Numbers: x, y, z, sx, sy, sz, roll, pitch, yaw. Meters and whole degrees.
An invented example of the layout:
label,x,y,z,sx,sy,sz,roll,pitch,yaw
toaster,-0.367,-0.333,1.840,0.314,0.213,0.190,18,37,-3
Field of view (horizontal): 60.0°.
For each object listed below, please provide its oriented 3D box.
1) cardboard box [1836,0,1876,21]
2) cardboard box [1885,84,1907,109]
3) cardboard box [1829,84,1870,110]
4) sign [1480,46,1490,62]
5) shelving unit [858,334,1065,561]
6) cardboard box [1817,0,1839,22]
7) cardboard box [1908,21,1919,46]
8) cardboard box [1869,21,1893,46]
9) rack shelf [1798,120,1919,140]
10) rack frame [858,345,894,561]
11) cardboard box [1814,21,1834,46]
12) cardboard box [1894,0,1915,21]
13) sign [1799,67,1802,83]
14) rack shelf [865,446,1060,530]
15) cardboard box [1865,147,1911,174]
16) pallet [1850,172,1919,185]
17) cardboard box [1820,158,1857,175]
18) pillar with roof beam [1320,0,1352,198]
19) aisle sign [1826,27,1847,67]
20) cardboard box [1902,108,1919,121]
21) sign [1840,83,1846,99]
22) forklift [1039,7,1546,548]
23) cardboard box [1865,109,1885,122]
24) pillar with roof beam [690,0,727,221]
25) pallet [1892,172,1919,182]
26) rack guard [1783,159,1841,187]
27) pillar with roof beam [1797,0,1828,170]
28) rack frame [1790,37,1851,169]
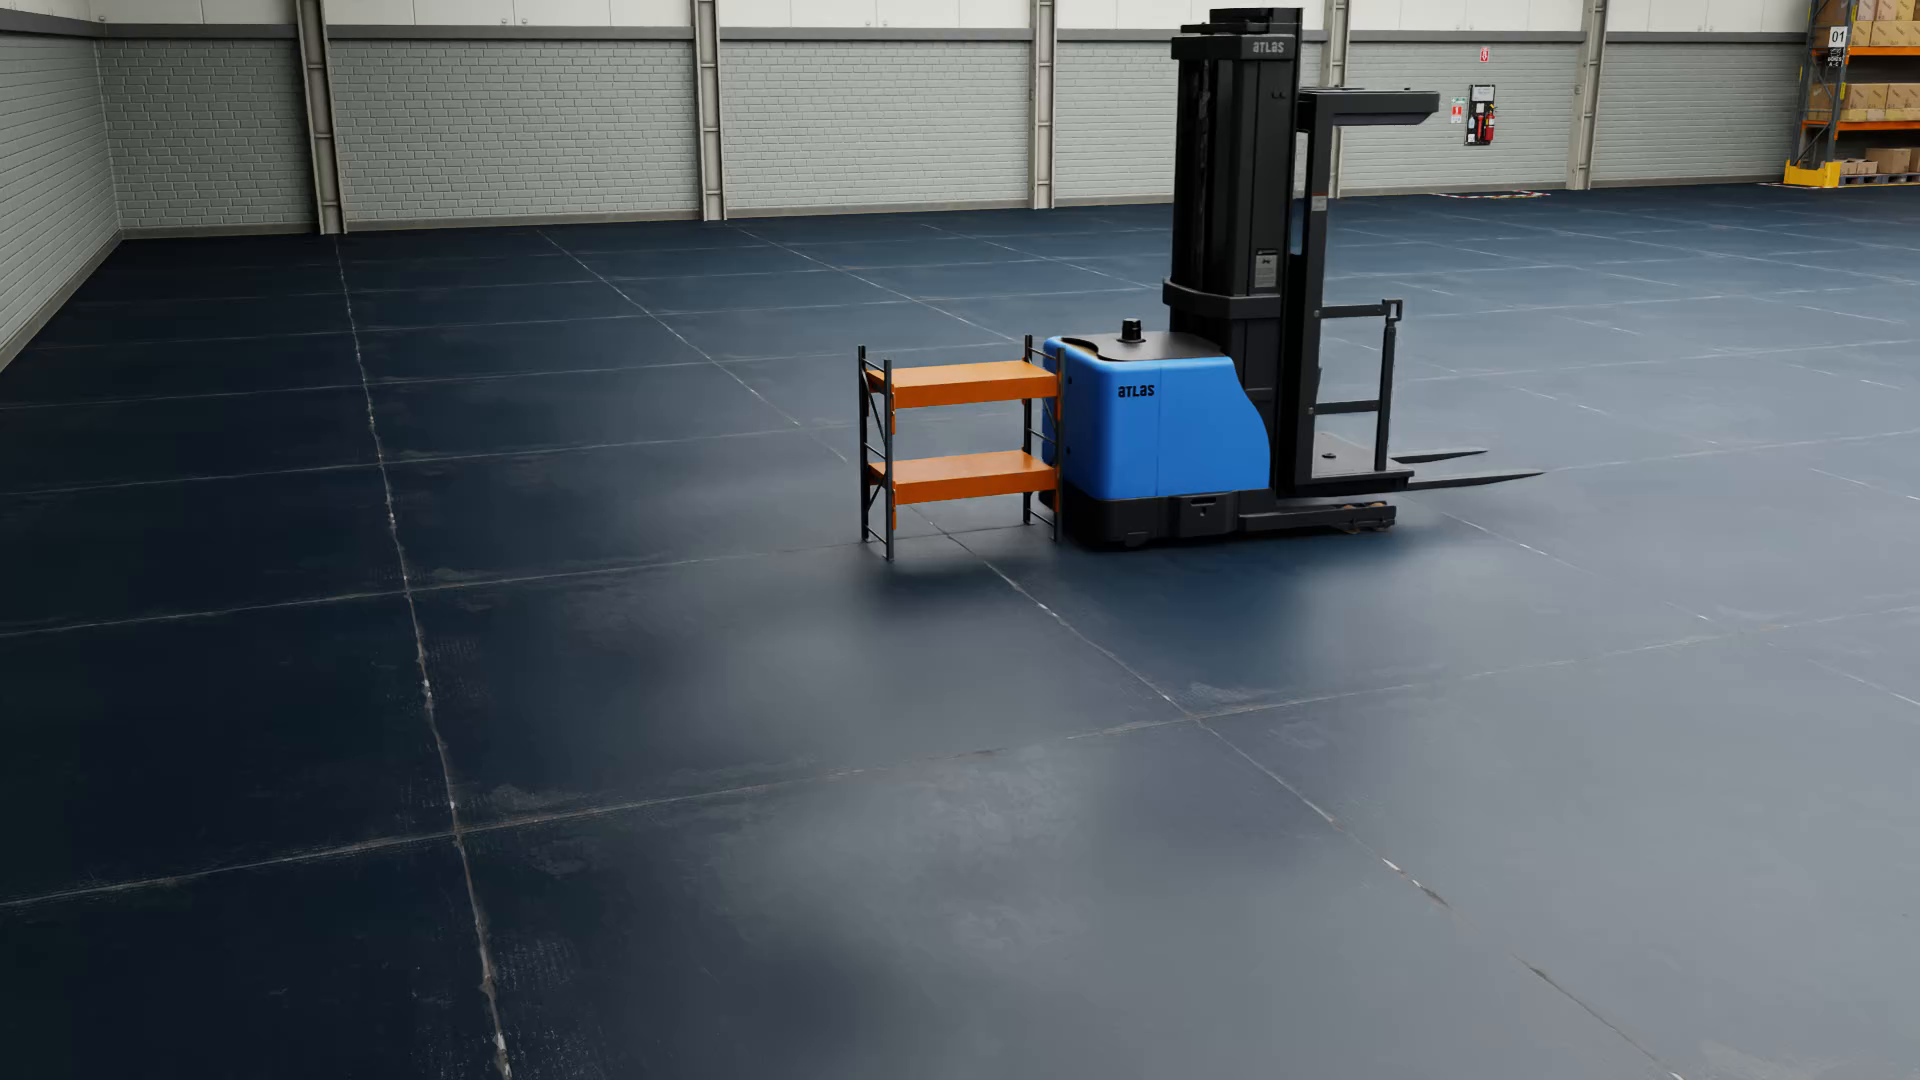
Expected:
label,x,y,z,sx,sy,sz,roll,pitch,yaw
cardboard box,18.369,-10.897,34.072,0.500,0.500,0.500,-8,18,-24
cardboard box,19.426,-9.310,34.877,0.500,0.500,0.500,-7,18,-22
cardboard box,18.476,-9.212,34.545,0.500,0.500,0.500,-6,17,-20
sign,10.299,-9.537,32.639,0.199,0.298,0.001,-6,17,-20
shelving unit,0.006,-0.540,9.442,1.048,1.125,0.538,-6,17,-20
cardboard box,18.232,-11.035,34.539,0.500,0.500,0.500,-5,17,-18
cardboard box,19.815,-10.568,34.726,0.500,0.500,0.500,-5,17,-17
cardboard box,18.838,-10.455,34.341,0.500,0.500,0.500,-5,17,-16
rack shelf,19.790,-8.802,35.526,4.000,0.370,1.077,-6,17,-20
rack frame,-0.468,-0.489,9.268,0.032,1.125,0.500,-6,17,-20
cardboard box,18.222,-10.551,34.668,0.500,0.500,0.500,-5,17,-16
cardboard box,19.330,-10.989,34.385,0.500,0.500,0.500,-6,17,-19
sign,17.743,-9.801,35.034,0.005,0.325,0.100,-6,17,-20
rack shelf,0.006,-0.306,9.511,1.000,0.278,0.538,-6,17,-20
cardboard box,19.836,-8.122,35.587,0.500,0.500,0.700,-7,18,-24
pallet,19.902,-7.810,35.819,1.213,0.211,1.003,-6,17,-20
cardboard box,18.601,-7.913,35.211,0.500,0.311,0.500,-8,18,-26
pillar with roof beam,8.602,-9.780,26.931,0.400,9.000,9.100,-6,17,-20
aisle sign,17.963,-10.107,34.078,0.004,0.787,0.394,-6,17,-20
cardboard box,19.922,-9.005,35.171,0.500,0.250,0.500,-6,17,-20
sign,18.117,-9.218,34.129,0.005,0.325,0.100,-6,17,-20
forklift,2.057,-1.580,9.775,3.031,2.935,1.130,-5,17,-16
cardboard box,18.972,-8.905,34.830,0.500,0.250,0.500,-7,18,-22
pillar with roof beam,-2.604,-8.570,22.811,0.400,9.000,9.100,-6,17,-20
pallet,21.043,-7.934,36.241,1.213,0.211,1.003,-6,17,-20
rack guard,17.993,-7.754,35.116,0.348,0.500,1.175,-6,17,-20
pillar with roof beam,19.807,-10.990,31.051,0.400,9.000,9.100,-6,17,-20
rack frame,17.923,-8.946,34.738,0.127,3.000,1.000,-6,17,-20
